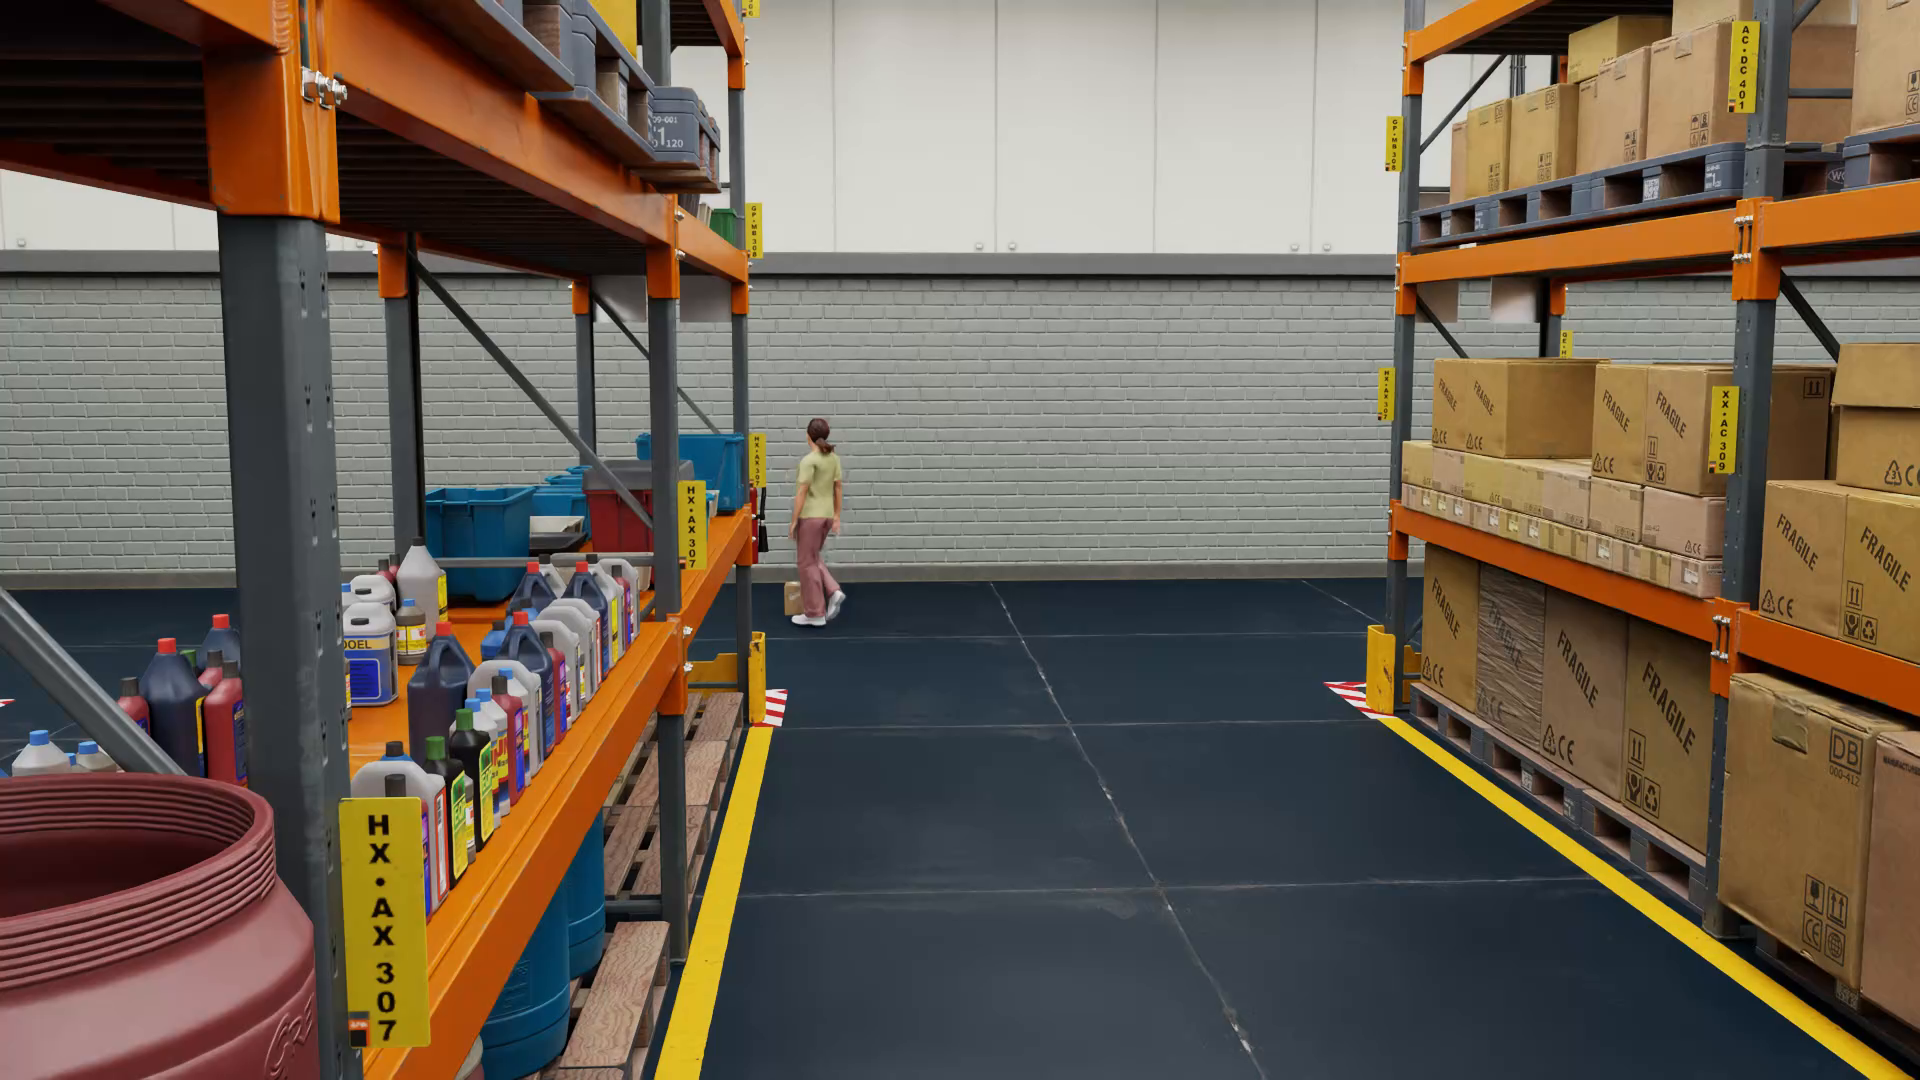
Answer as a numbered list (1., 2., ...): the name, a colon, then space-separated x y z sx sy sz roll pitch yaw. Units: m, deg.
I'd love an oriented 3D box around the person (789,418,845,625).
1. person: -1.181 -0.149 13.336 0.462 1.663 0.458 4 8 29
